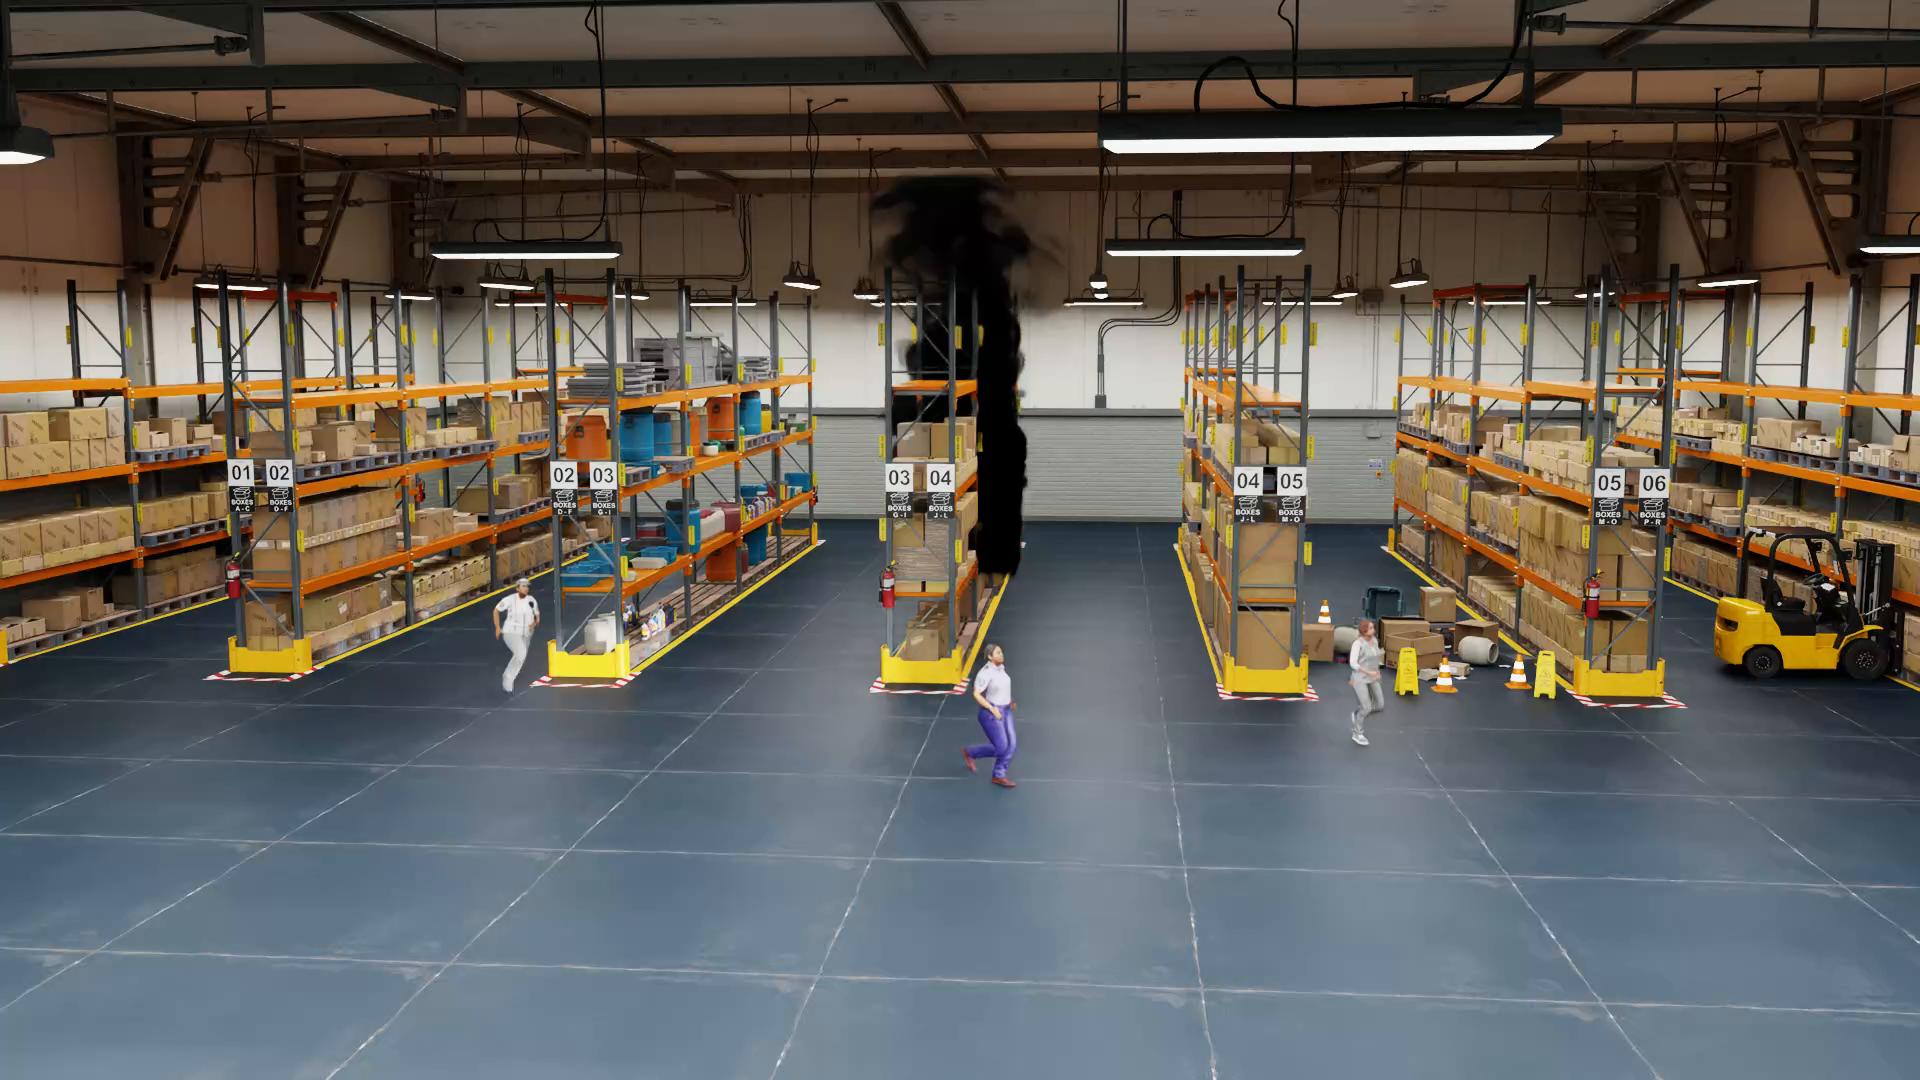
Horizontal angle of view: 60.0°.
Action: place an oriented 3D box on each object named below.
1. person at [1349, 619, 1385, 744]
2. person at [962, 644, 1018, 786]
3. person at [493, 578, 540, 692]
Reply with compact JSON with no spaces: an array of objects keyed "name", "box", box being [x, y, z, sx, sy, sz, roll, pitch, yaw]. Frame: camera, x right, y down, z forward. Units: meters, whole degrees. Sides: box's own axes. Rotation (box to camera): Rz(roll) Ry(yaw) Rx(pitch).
[{"name":"person","box":[5.030,1.745,20.537,0.570,1.560,0.562,-5,8,-34]},{"name":"person","box":[0.354,1.956,18.683,0.607,1.608,0.608,4,8,27]},{"name":"person","box":[-6.205,1.349,23.509,0.615,1.602,0.603,-6,9,-42]}]
